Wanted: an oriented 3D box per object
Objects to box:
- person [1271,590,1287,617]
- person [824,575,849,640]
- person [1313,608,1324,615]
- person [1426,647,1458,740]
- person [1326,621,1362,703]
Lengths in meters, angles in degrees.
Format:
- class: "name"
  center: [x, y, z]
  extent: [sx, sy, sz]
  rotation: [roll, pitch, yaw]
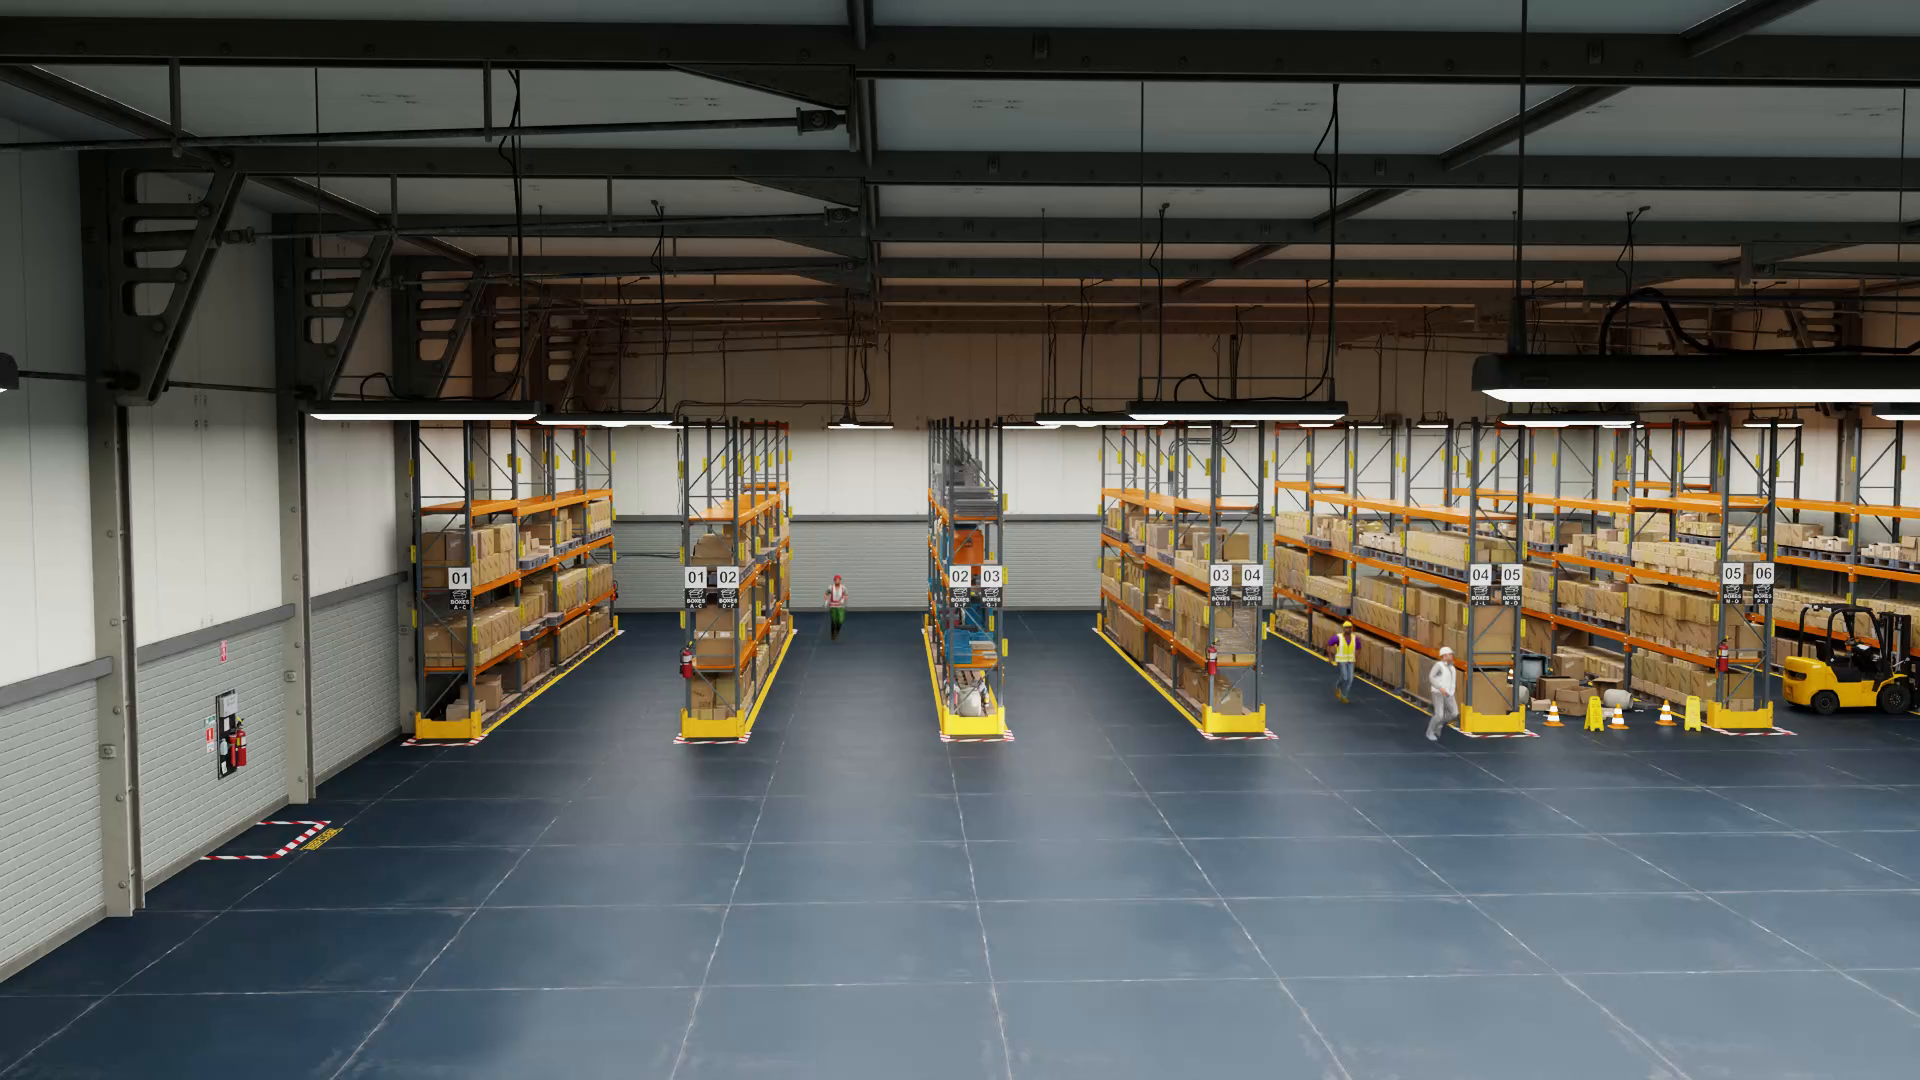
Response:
- class: "person"
  center: [9.504, 1.668, 49.031]
  extent: [0.567, 1.727, 0.698]
  rotation: [-1, 4, -15]
- class: "person"
  center: [-3.281, 1.814, 44.434]
  extent: [0.642, 1.759, 0.610]
  rotation: [-1, 4, -12]
- class: "person"
  center: [10.415, 1.672, 48.657]
  extent: [0.695, 1.713, 0.674]
  rotation: [-4, 5, -44]
- class: "person"
  center: [9.043, 2.851, 30.939]
  extent: [0.714, 1.721, 0.529]
  rotation: [-2, 4, -30]
- class: "person"
  center: [8.132, 2.577, 35.020]
  extent: [0.712, 1.731, 0.599]
  rotation: [-1, 4, -9]
